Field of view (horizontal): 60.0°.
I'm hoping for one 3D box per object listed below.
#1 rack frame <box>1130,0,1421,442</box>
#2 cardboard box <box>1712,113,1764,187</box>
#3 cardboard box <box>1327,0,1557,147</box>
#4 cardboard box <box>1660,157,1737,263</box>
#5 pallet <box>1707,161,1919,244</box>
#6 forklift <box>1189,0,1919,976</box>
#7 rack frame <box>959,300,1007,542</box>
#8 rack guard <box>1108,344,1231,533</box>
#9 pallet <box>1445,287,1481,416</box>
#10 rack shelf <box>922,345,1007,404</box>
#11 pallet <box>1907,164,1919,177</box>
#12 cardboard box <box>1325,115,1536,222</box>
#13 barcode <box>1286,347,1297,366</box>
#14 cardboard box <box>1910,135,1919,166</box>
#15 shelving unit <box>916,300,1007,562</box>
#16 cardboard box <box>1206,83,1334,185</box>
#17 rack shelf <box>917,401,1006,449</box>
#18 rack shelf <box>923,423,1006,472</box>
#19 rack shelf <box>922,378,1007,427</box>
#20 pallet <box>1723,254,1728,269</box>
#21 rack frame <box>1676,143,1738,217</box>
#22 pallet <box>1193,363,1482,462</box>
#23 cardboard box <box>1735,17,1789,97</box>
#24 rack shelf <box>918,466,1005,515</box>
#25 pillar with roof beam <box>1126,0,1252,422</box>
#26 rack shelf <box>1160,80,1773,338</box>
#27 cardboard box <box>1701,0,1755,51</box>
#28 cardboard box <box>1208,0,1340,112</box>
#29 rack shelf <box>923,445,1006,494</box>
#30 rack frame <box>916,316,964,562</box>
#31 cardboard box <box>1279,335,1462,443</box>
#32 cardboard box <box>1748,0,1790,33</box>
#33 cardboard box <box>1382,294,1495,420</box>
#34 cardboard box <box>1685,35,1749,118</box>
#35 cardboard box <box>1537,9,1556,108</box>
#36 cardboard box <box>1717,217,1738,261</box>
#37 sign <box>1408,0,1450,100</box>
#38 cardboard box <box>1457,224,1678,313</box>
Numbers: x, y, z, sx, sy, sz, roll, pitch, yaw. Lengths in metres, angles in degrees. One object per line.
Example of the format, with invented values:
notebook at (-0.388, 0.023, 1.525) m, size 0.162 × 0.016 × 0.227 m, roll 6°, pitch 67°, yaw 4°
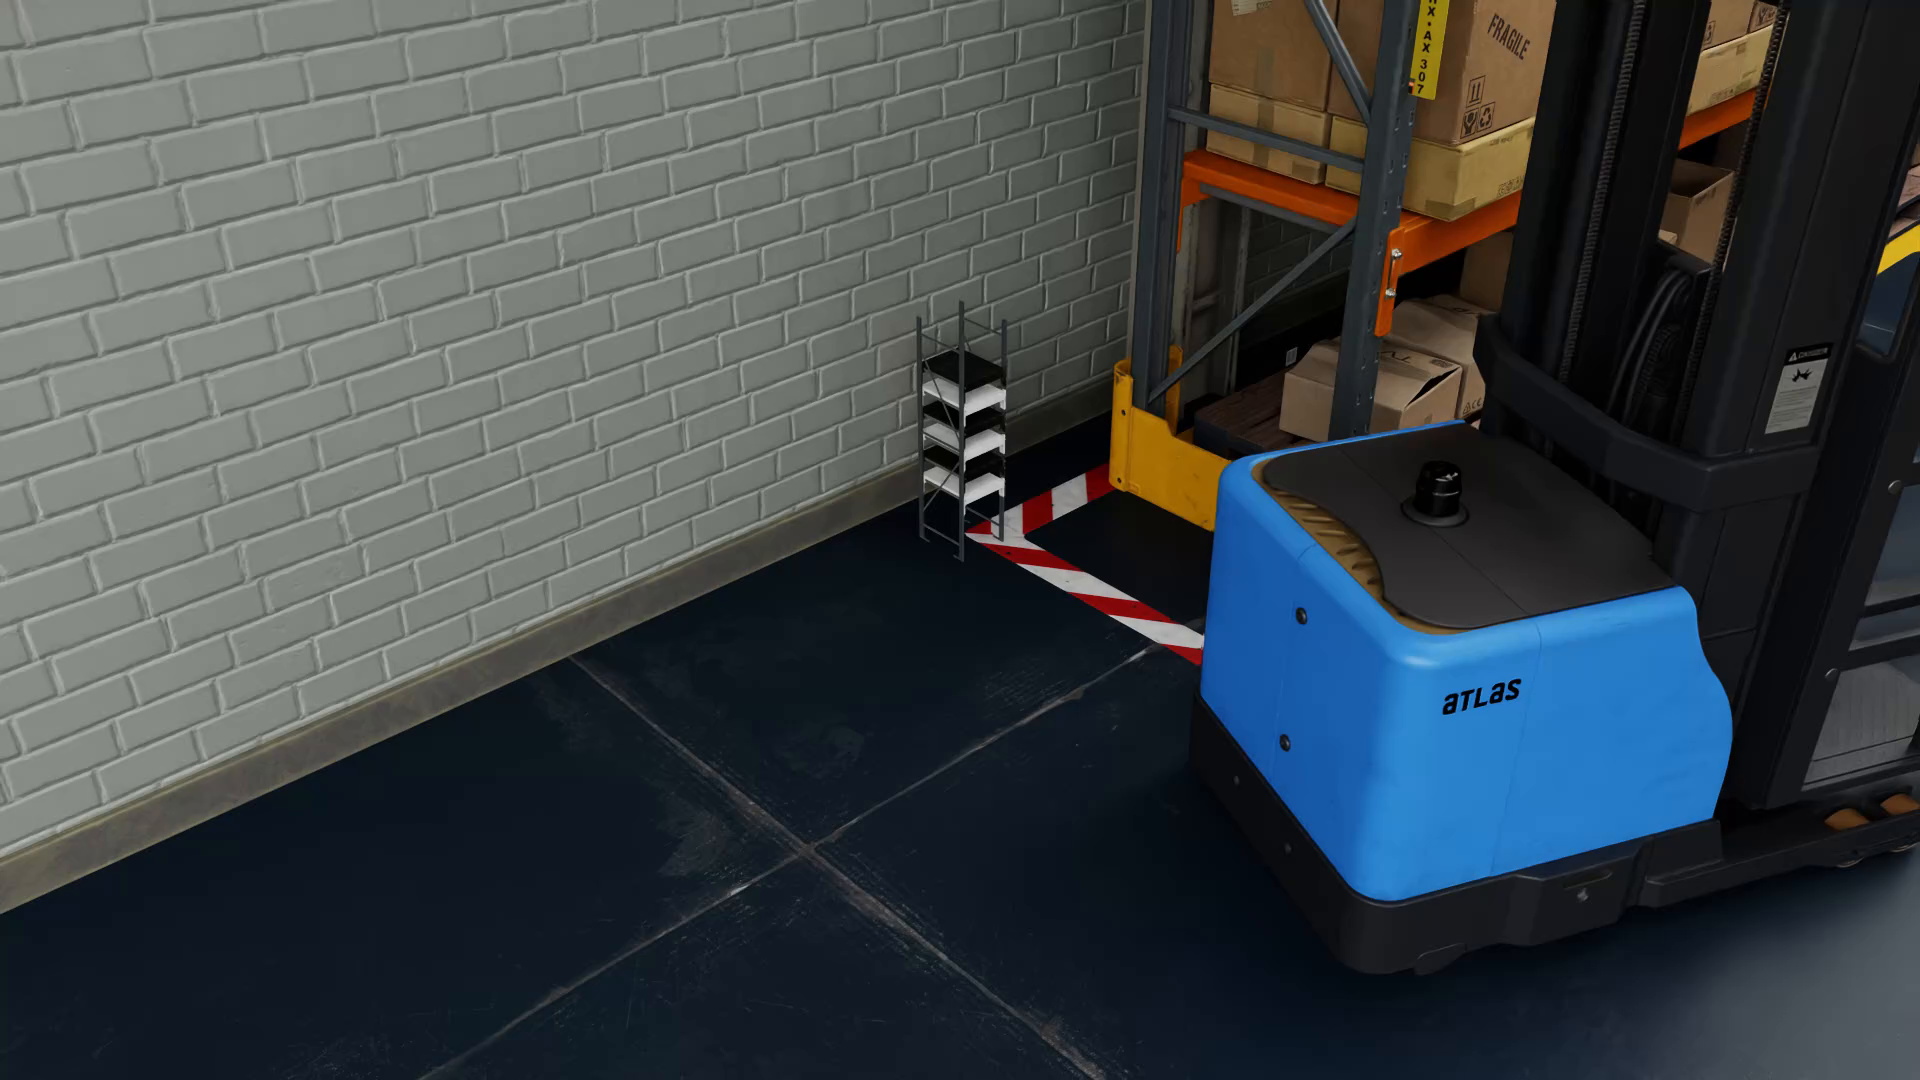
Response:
rack frame at (1.033, -1.328, 5.546) m, size 0.127 × 3.000 × 1.000 m, roll -26°, pitch 40°, yaw -35°
cardboard box at (4.494, -2.135, 8.841) m, size 0.500 × 0.500 × 0.700 m, roll -24°, pitch 39°, yaw -34°
cardboard box at (1.587, -1.647, 5.473) m, size 0.500 × 0.500 × 0.500 m, roll -26°, pitch 40°, yaw -35°
cardboard box at (3.232, -1.484, 7.777) m, size 0.500 × 0.500 × 0.500 m, roll 26°, pitch 40°, yaw 35°
pallet at (4.536, -1.834, 9.046) m, size 1.213 × 0.211 × 1.003 m, roll -26°, pitch 40°, yaw -35°
forklift at (2.269, -0.571, 4.374) m, size 3.031 × 2.935 × 1.130 m, roll -10°, pitch 33°, yaw -16°
rack frame at (0.080, -0.423, 6.079) m, size 0.006 × 0.900 × 0.240 m, roll -26°, pitch 40°, yaw -35°
rack guard at (1.088, -0.288, 6.242) m, size 0.348 × 0.500 × 1.175 m, roll -26°, pitch 40°, yaw -35°
pallet at (2.602, -0.870, 7.471) m, size 1.213 × 0.211 × 1.003 m, roll -26°, pitch 40°, yaw -35°
rack shelf at (0.006, -0.589, 5.896) m, size 0.200 × 0.077 × 0.258 m, roll -26°, pitch 40°, yaw -35°
pallet at (5.431, -2.269, 9.758) m, size 1.213 × 0.211 × 1.003 m, roll -26°, pitch 40°, yaw -35°
cardboard box at (1.606, -1.324, 5.665) m, size 0.500 × 0.250 × 0.500 m, roll -27°, pitch 41°, yaw -37°
barcode at (1.343, -0.743, 6.736) m, size 0.075 × 0.075 × 0.001 m, roll -26°, pitch 40°, yaw -35°
cardboard box at (5.241, -2.503, 9.443) m, size 0.500 × 0.500 × 0.700 m, roll -25°, pitch 40°, yaw -35°
shelving unit at (0.006, -0.387, 6.020) m, size 0.210 × 0.900 × 0.258 m, roll -26°, pitch 40°, yaw -35°
cardboard box at (1.244, -1.512, 5.973) m, size 0.500 × 0.250 × 0.500 m, roll -25°, pitch 39°, yaw -35°
rack shelf at (0.006, -0.435, 5.990) m, size 0.200 × 0.077 × 0.258 m, roll -26°, pitch 40°, yaw -35°
rack shelf at (0.006, -0.358, 6.037) m, size 0.200 × 0.077 × 0.258 m, roll -26°, pitch 40°, yaw -35°
rack shelf at (0.006, -0.512, 5.943) m, size 0.200 × 0.077 × 0.258 m, roll -26°, pitch 40°, yaw -35°
pallet at (3.497, -1.305, 8.182) m, size 1.213 × 0.211 × 1.003 m, roll -26°, pitch 40°, yaw -35°
rack frame at (3.966, -2.747, 7.866) m, size 0.127 × 3.000 × 1.000 m, roll -26°, pitch 40°, yaw -35°
pallet at (1.708, -0.440, 6.767) m, size 1.213 × 0.211 × 1.003 m, roll -26°, pitch 40°, yaw -35°
cardboard box at (3.095, -2.049, 6.851) m, size 0.500 × 0.250 × 0.500 m, roll -26°, pitch 40°, yaw -36°
rack shelf at (0.006, -0.205, 6.131) m, size 0.200 × 0.077 × 0.258 m, roll -26°, pitch 40°, yaw -35°
pillar with roof beam at (3.885, -2.820, 2.235) m, size 0.400 × 9.000 × 9.100 m, roll -26°, pitch 40°, yaw -35°
rack shelf at (2.499, -1.730, 6.894) m, size 4.000 × 0.370 × 1.077 m, roll -26°, pitch 40°, yaw -35°
cardboard box at (2.710, -2.187, 6.356) m, size 0.500 × 0.500 × 0.500 m, roll -24°, pitch 39°, yaw -34°
cardboard box at (1.234, -1.841, 5.791) m, size 0.500 × 0.500 × 0.500 m, roll -26°, pitch 40°, yaw -36°
rack shelf at (0.006, -0.282, 6.084) m, size 0.200 × 0.077 × 0.258 m, roll -26°, pitch 40°, yaw -35°
rack frame at (-0.069, -0.351, 5.961) m, size 0.006 × 0.900 × 0.240 m, roll -26°, pitch 40°, yaw -35°
cardboard box at (1.601, -0.579, 6.478) m, size 0.500 × 0.311 × 0.500 m, roll 24°, pitch 39°, yaw 34°
cardboard box at (3.091, -2.371, 6.659) m, size 0.500 × 0.500 × 0.500 m, roll -27°, pitch 41°, yaw -37°
cardboard box at (2.019, -0.782, 6.809) m, size 0.500 × 0.311 × 0.500 m, roll -22°, pitch 38°, yaw -32°
cardboard box at (2.727, -1.871, 6.558) m, size 0.500 × 0.250 × 0.500 m, roll -25°, pitch 40°, yaw -35°
cardboard box at (1.956, -1.818, 5.754) m, size 0.500 × 0.500 × 0.500 m, roll -26°, pitch 40°, yaw -35°
cardboard box at (3.594, -1.524, 8.162) m, size 0.380 × 0.166 × 0.250 m, roll 23°, pitch 38°, yaw 33°
sign at (1.402, -1.490, 4.981) m, size 0.005 × 0.325 × 0.100 m, roll -26°, pitch 40°, yaw -35°
cardboard box at (2.591, -1.103, 7.154) m, size 0.700 × 0.500 × 0.500 m, roll 26°, pitch 40°, yaw 36°
